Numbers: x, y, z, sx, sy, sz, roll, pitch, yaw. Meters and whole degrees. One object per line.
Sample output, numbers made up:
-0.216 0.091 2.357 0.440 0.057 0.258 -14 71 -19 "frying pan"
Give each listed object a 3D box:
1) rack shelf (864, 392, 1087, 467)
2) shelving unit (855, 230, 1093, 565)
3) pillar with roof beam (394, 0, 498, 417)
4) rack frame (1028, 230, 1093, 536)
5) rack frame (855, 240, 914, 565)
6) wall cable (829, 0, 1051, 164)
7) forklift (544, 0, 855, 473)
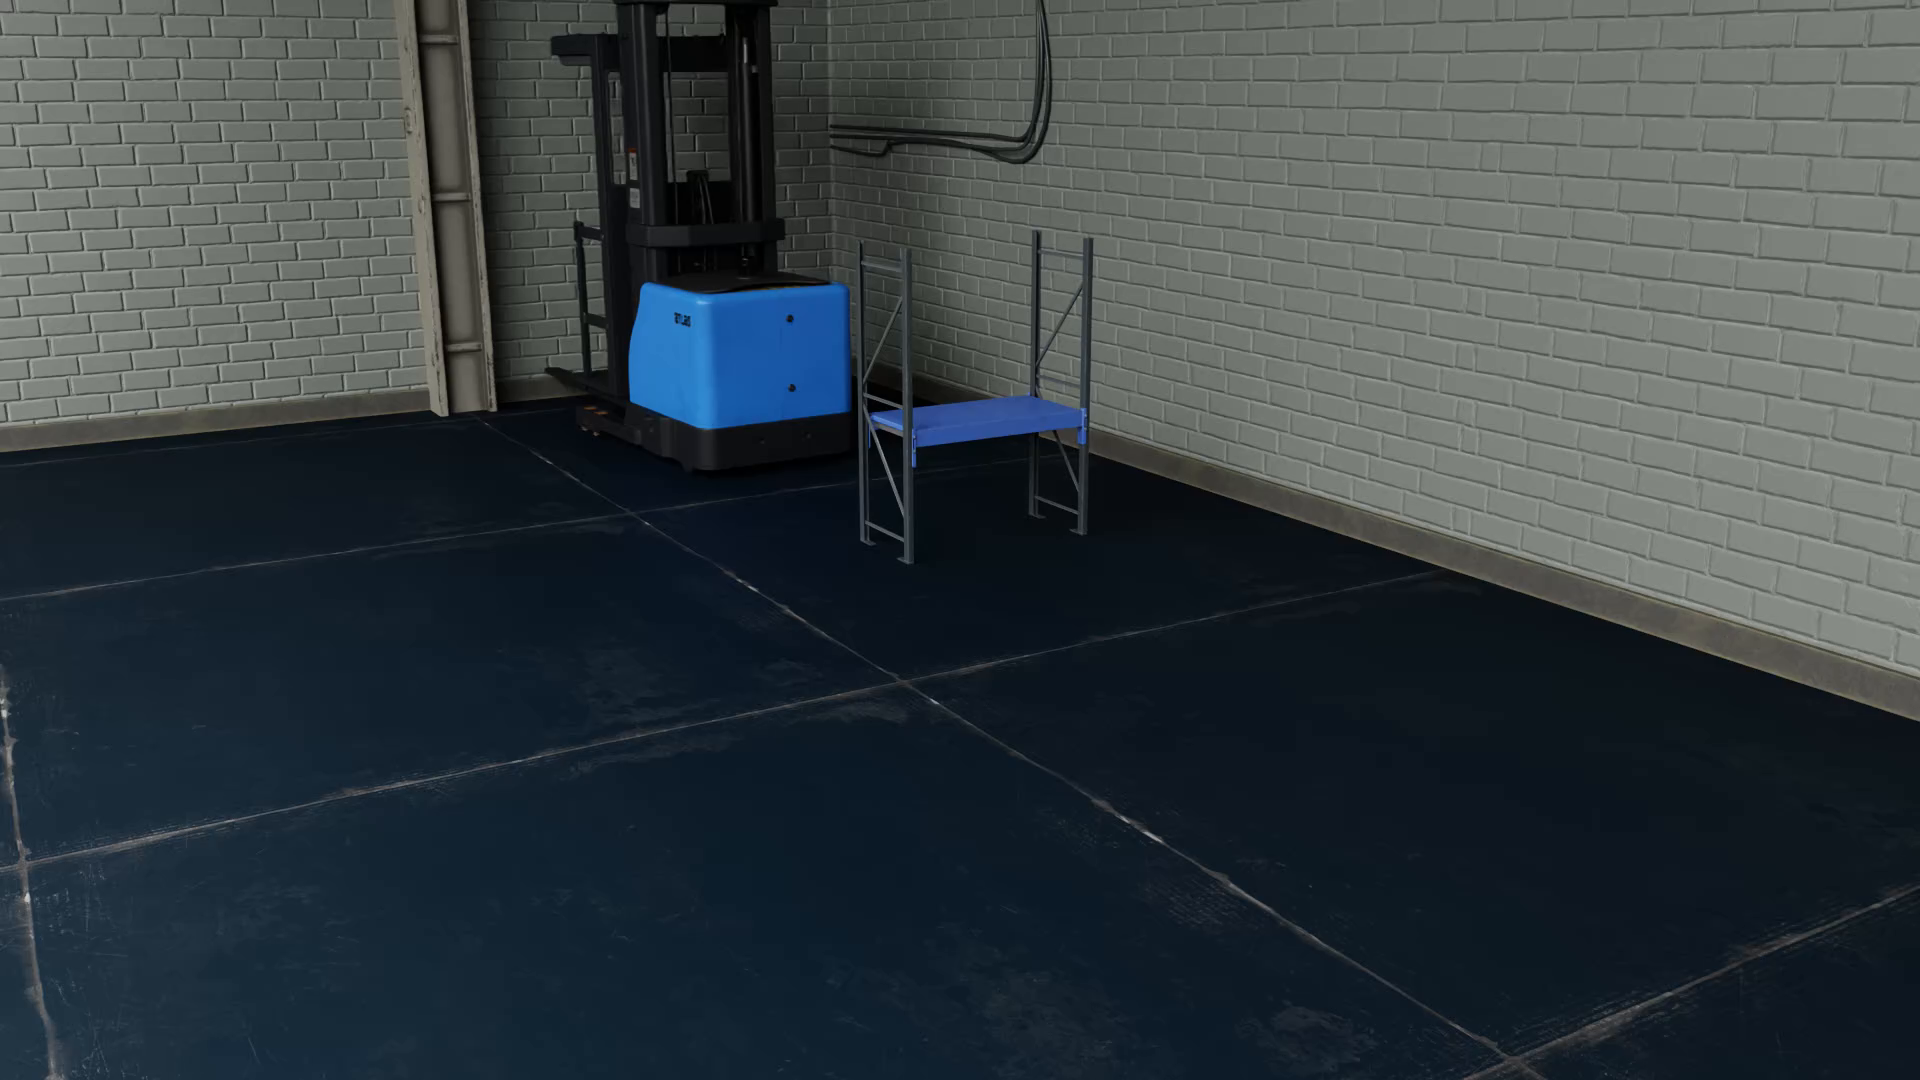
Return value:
0.073 -0.561 8.298 1.000 0.185 0.538 -9 18 -30 "rack shelf"
0.073 -0.734 8.250 1.048 1.500 0.538 -9 18 -30 "shelving unit"
-1.261 -4.249 6.894 0.400 9.000 9.100 -9 18 -30 "pillar with roof beam"
0.509 -0.805 8.502 0.032 1.500 0.500 -9 18 -30 "rack frame"
-0.363 -0.663 7.998 0.032 1.500 0.500 -9 18 -30 "rack frame"
-0.272 -3.853 11.236 0.112 2.526 3.097 -9 18 -30 "wall cable"
-1.877 -2.148 10.643 1.130 2.935 3.031 -10 19 -33 "forklift"
